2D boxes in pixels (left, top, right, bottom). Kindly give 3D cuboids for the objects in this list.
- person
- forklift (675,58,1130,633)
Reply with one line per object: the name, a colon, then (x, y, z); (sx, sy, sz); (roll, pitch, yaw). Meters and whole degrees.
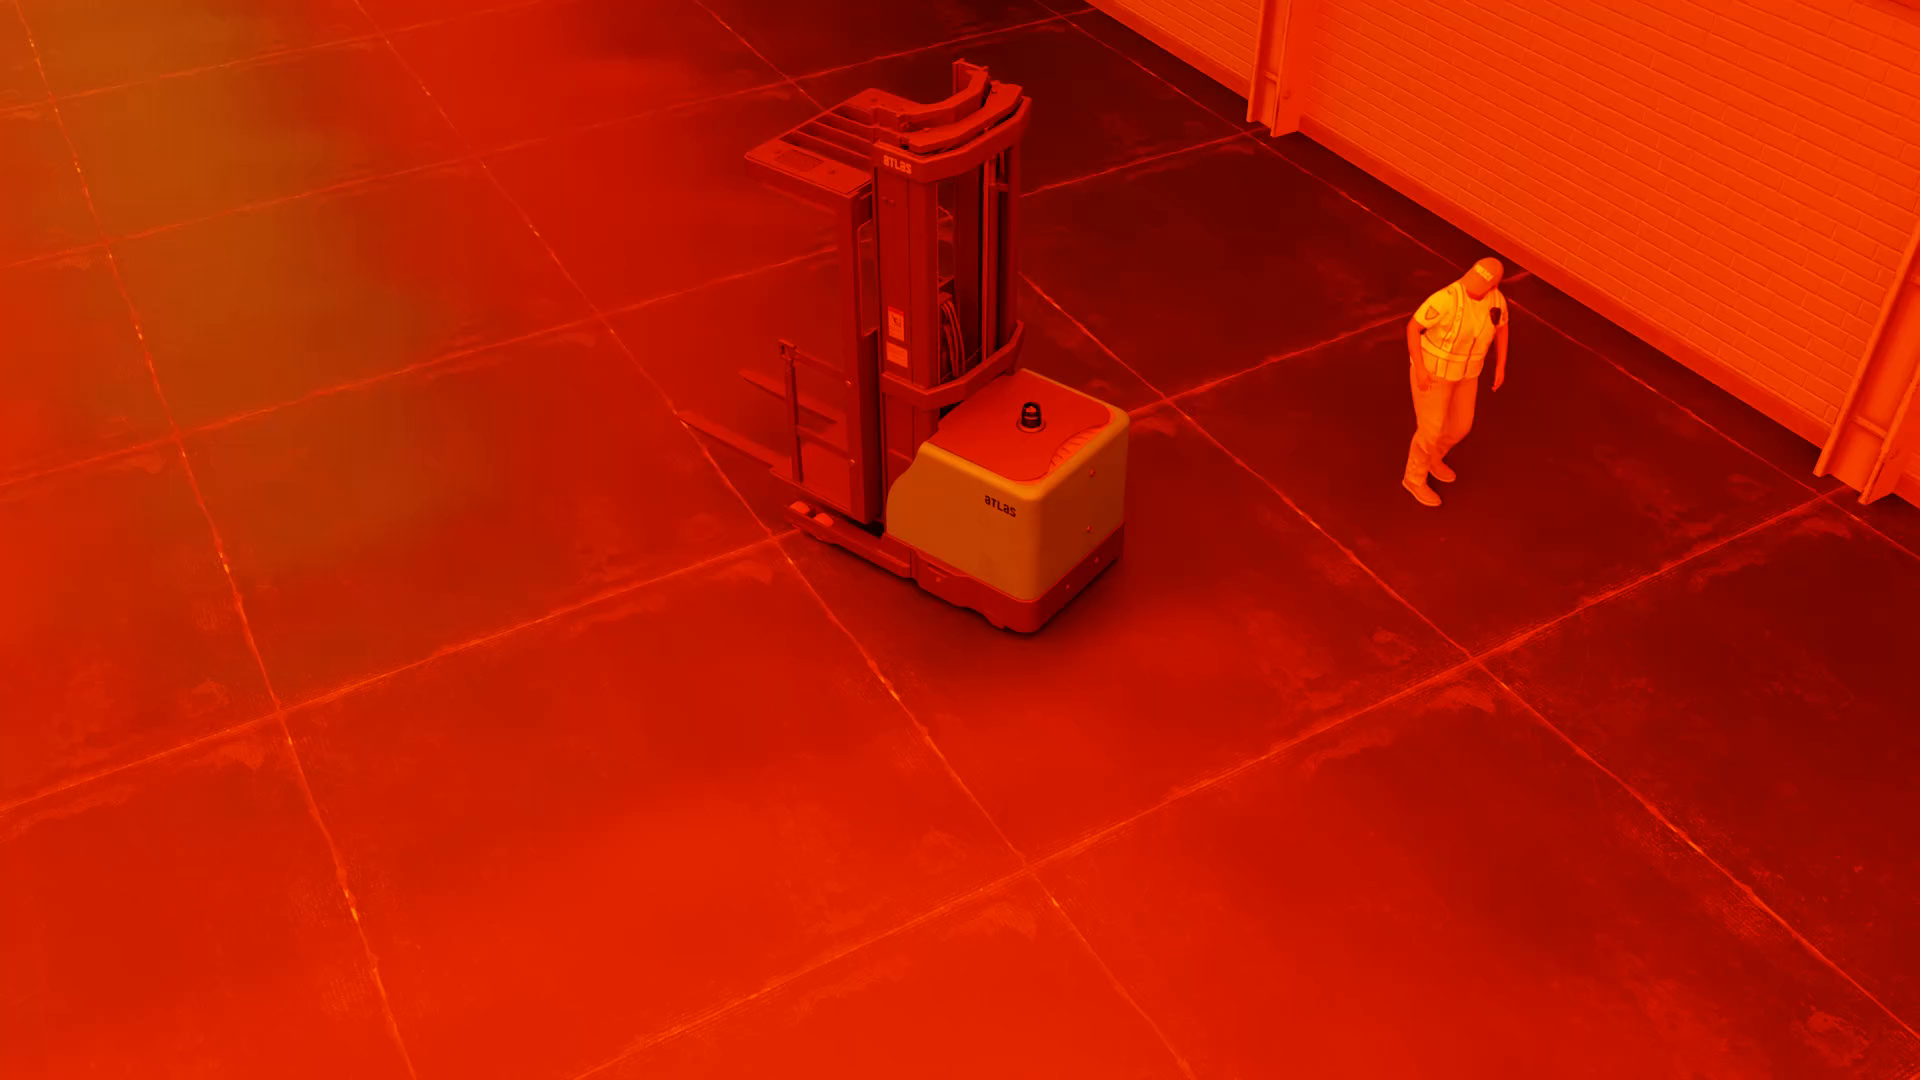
person: (3.088, -1.022, 10.288); (0.673, 1.641, 0.512); (-15, 42, -17)
forklift: (-0.481, -1.366, 9.683); (3.031, 2.935, 1.130); (26, 46, 28)
